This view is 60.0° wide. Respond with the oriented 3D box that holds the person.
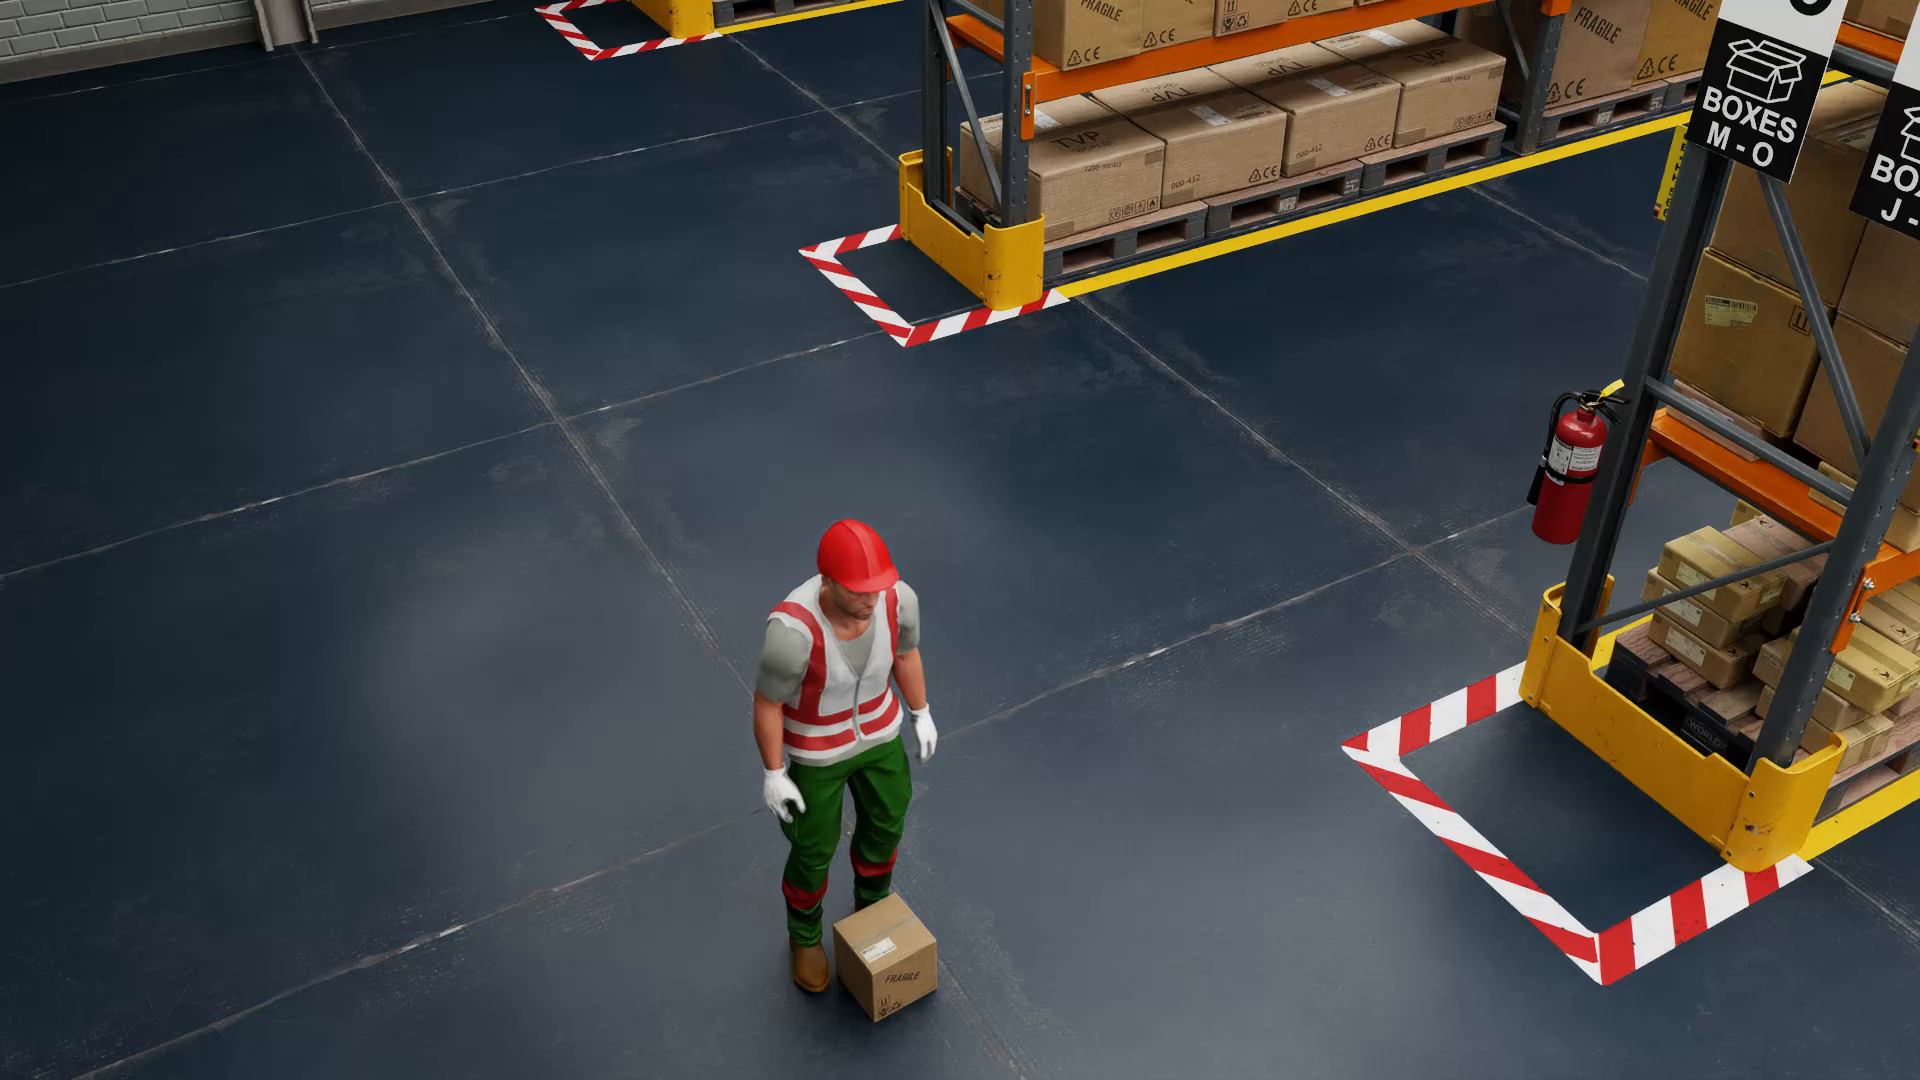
[{"bbox_3d":[-0.352,0.656,5.249,0.623,1.780,0.450,-20,41,-25],"label":"person"}]
